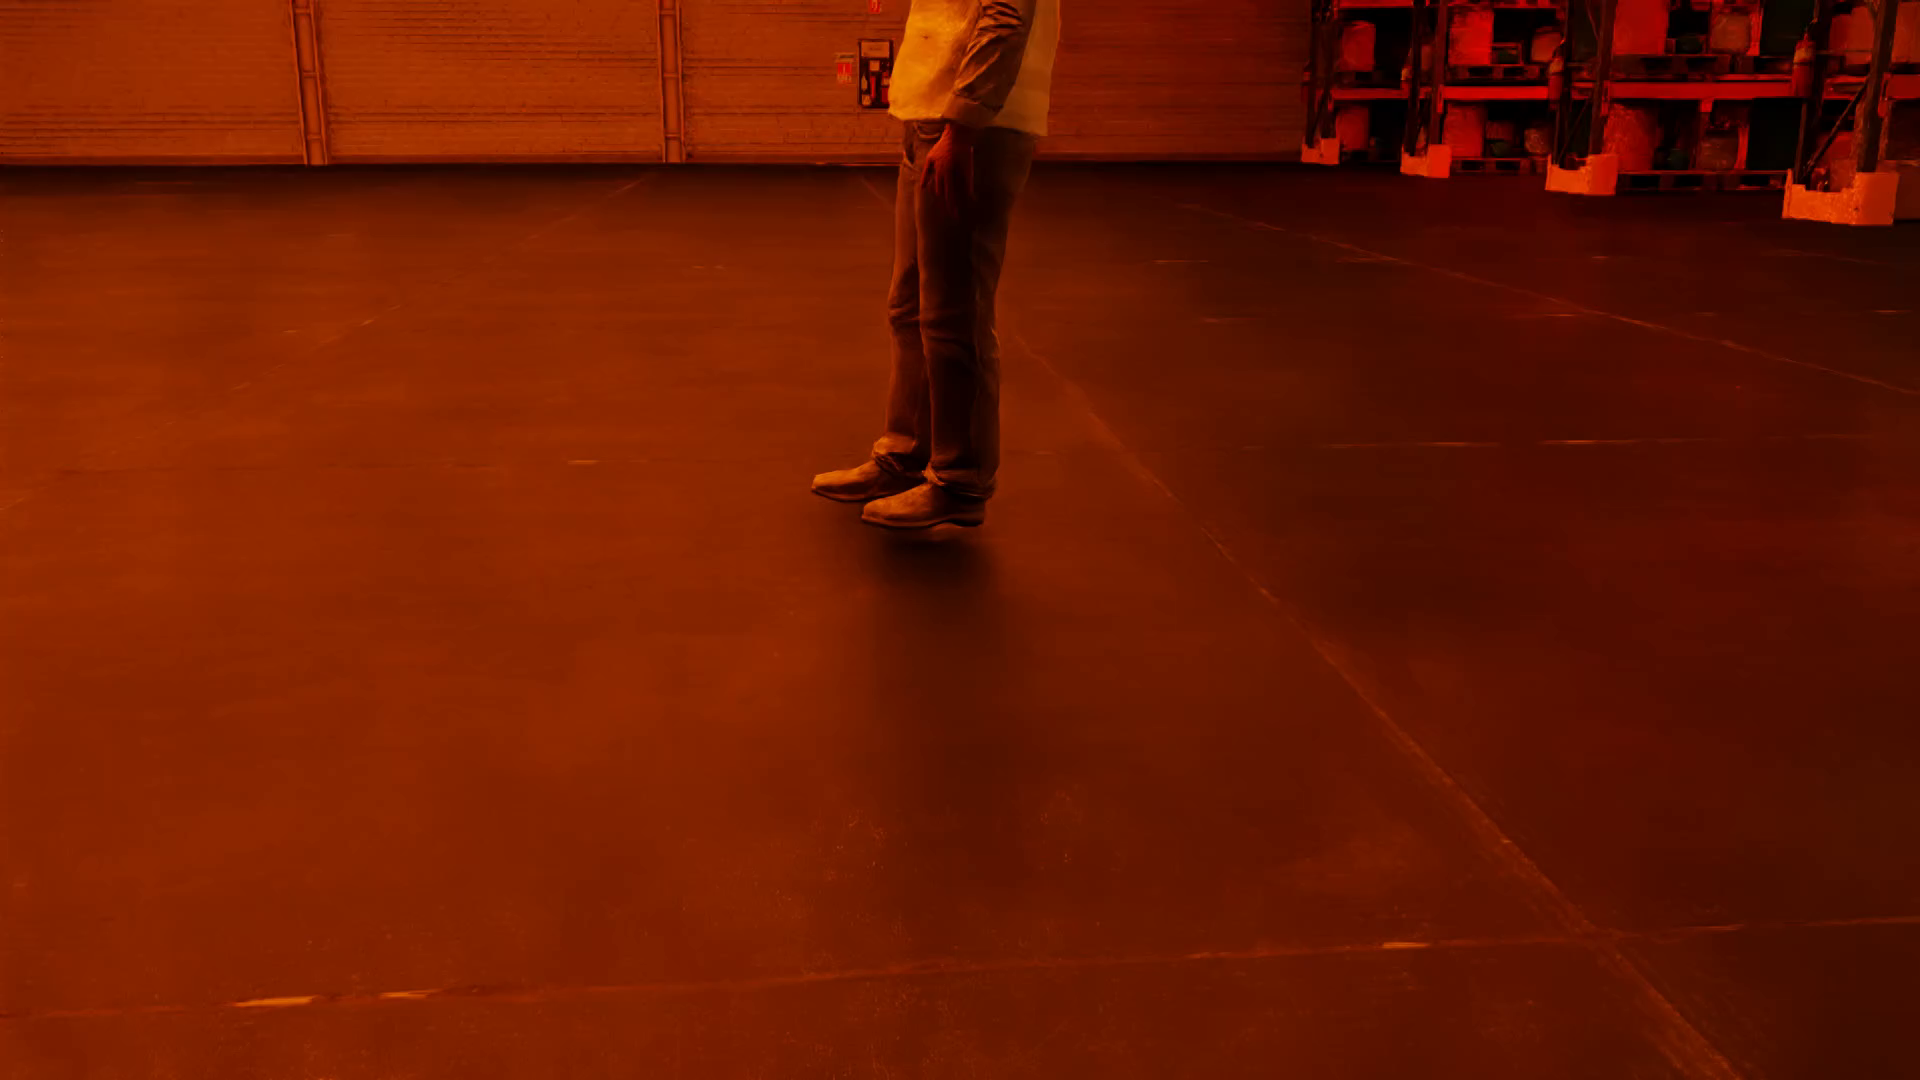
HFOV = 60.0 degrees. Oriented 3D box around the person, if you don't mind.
[{"bbox_3d":[-0.063,-0.904,3.700,0.567,1.773,0.632,-1,15,-5],"label":"person"}]
